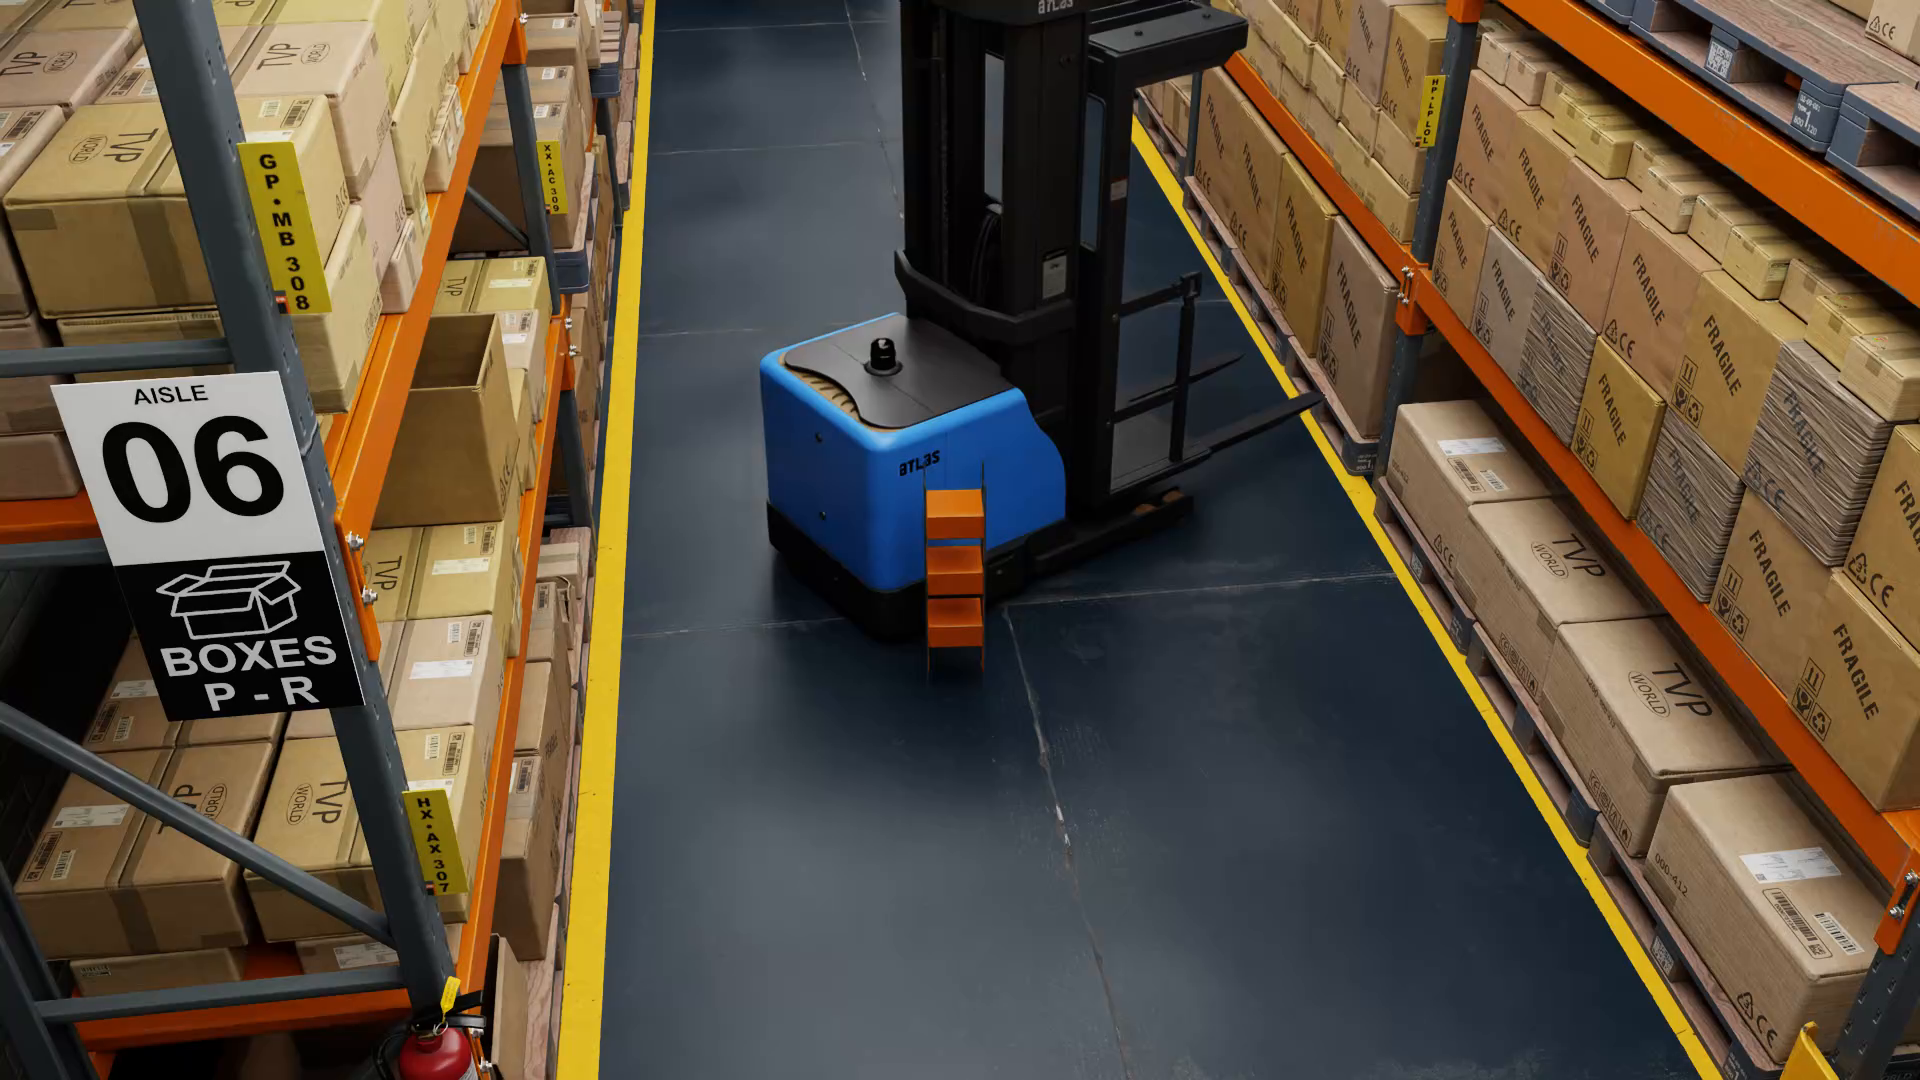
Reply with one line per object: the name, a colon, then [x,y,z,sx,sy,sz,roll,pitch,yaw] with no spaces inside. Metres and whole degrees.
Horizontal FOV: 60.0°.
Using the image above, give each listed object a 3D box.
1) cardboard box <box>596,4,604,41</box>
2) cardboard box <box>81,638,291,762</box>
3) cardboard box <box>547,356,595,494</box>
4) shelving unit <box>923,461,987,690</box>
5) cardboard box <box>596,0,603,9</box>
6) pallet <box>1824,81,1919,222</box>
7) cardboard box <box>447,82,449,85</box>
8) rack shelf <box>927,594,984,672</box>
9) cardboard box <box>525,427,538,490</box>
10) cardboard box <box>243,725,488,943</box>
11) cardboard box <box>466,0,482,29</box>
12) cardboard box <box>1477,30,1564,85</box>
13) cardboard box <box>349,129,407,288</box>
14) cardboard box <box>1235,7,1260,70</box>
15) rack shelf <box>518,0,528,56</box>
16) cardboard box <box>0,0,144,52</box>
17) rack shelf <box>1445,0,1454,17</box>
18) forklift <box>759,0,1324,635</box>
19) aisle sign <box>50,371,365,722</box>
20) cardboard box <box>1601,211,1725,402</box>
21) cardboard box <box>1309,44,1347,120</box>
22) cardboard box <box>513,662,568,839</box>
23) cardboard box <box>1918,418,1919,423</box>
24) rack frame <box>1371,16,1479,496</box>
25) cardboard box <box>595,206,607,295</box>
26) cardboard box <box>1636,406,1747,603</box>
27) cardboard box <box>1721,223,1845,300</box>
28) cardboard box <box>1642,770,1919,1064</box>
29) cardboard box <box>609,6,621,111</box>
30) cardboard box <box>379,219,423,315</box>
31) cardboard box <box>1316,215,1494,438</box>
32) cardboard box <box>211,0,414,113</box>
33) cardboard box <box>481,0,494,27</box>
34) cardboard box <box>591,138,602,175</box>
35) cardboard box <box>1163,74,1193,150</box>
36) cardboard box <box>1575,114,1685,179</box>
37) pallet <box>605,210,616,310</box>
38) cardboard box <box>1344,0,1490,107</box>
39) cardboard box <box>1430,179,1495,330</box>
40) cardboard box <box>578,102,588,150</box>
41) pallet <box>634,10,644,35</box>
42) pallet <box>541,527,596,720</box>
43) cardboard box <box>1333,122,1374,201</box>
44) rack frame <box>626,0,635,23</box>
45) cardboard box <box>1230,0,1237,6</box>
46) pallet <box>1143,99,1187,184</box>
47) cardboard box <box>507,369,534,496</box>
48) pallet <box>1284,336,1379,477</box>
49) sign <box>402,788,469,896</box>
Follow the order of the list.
cardboard box: [-2.345,-3.104,9.992,0.380,0.149,0.250,-4,34,-5]
cardboard box: [-2.130,0.507,4.712,0.500,0.250,0.500,-4,35,-6]
cardboard box: [-2.117,-0.567,8.266,0.500,0.500,0.500,-3,34,-4]
shelving unit: [-0.023,0.165,7.075,0.252,1.050,0.215,-1,34,-2]
cardboard box: [-2.631,-3.576,10.967,0.500,0.250,0.500,-4,35,-6]
pallet: [3.070,-0.902,4.325,1.003,0.211,1.213,-4,35,-6]
cardboard box: [-1.802,-1.381,5.172,0.380,0.149,0.250,-4,34,-6]
rack shelf: [-0.023,0.404,7.238,0.240,0.259,0.215,-1,34,-2]
cardboard box: [-1.796,-0.302,6.252,0.380,0.149,0.250,-5,35,-7]
cardboard box: [-1.532,0.758,4.344,0.500,0.250,0.500,-4,34,-6]
cardboard box: [-1.882,-1.901,5.581,0.500,0.250,0.500,-5,35,-8]
cardboard box: [2.428,-2.045,7.034,0.380,0.149,0.250,-5,35,-7]
cardboard box: [-1.615,-0.759,3.905,0.500,0.250,0.500,-4,34,-5]
cardboard box: [2.008,-3.111,10.284,0.500,0.250,0.500,-5,35,-8]
rack shelf: [-2.544,-3.198,8.255,1.077,0.370,4.000,-4,35,-6]
cardboard box: [-2.223,-1.219,4.136,0.500,0.250,0.500,-4,34,-6]
rack shelf: [2.374,-3.576,8.809,1.077,0.370,4.000,-4,35,-6]
forklift: [0.555,-1.443,7.765,3.031,2.935,1.130,-23,40,-30]
aisle sign: [-1.437,0.034,3.228,0.394,0.787,0.004,-4,35,-6]
cardboard box: [2.651,-0.838,5.839,0.500,0.500,0.500,-5,35,-7]
cardboard box: [2.192,-2.457,8.881,0.500,0.250,0.500,-4,34,-5]
cardboard box: [-1.774,0.821,6.229,0.500,0.500,0.500,-4,34,-5]
cardboard box: [2.876,-0.333,4.523,0.380,0.149,0.250,-4,34,-5]
rack frame: [2.643,-1.518,7.814,1.000,3.000,0.127,-4,35,-6]
cardboard box: [-2.414,-1.721,9.958,0.500,0.500,0.500,-3,34,-4]
cardboard box: [2.722,-0.144,5.708,0.500,0.500,0.500,-3,34,-5]
cardboard box: [2.708,-0.901,5.356,0.380,0.149,0.250,-4,34,-5]
cardboard box: [2.993,1.239,5.671,0.875,0.438,0.875,-5,35,-8]
cardboard box: [-3.070,-3.653,12.683,0.875,0.625,0.625,-6,35,-8]
cardboard box: [-1.560,-0.675,4.136,0.380,0.149,0.250,-4,34,-5]
cardboard box: [2.480,-1.153,8.793,0.875,0.875,0.875,-3,34,-5]
cardboard box: [-1.679,-1.246,4.176,0.500,0.250,0.500,-5,35,-7]
cardboard box: [-1.905,-1.960,6.023,0.380,0.149,0.250,-4,35,-6]
cardboard box: [-2.429,-2.374,10.341,0.380,0.149,0.250,-6,35,-9]
cardboard box: [2.039,-3.154,12.175,0.950,0.372,0.625,-7,35,-10]
cardboard box: [2.534,-1.470,6.190,0.380,0.149,0.250,-5,35,-8]
pallet: [-2.750,-1.800,10.704,1.003,0.211,1.213,-4,35,-6]
cardboard box: [2.257,-2.491,8.265,0.500,0.500,0.500,-4,34,-5]
cardboard box: [2.446,-1.277,7.372,0.500,0.500,0.500,-3,34,-5]
cardboard box: [-2.082,-2.062,8.359,0.396,0.266,0.258,-3,34,-4]
pallet: [-3.417,-4.899,15.251,1.003,0.211,1.213,-4,35,-6]
pallet: [-2.184,0.396,7.482,1.003,0.211,1.213,-4,35,-6]
cardboard box: [2.265,-1.971,8.612,0.500,0.250,0.500,-5,35,-7]
rack frame: [-3.351,-5.604,13.810,1.000,3.000,0.127,-4,35,-6]
cardboard box: [1.928,-3.593,10.548,0.500,0.250,0.500,-5,35,-7]
pallet: [2.001,-3.034,12.514,1.003,0.211,1.213,-4,35,-6]
cardboard box: [-1.829,-0.377,6.009,0.500,0.250,0.500,-5,35,-7]
pallet: [2.464,-0.790,9.222,1.003,0.211,1.213,-4,35,-6]
sign: [-1.200,0.693,3.800,0.100,0.325,0.005,-4,35,-6]
